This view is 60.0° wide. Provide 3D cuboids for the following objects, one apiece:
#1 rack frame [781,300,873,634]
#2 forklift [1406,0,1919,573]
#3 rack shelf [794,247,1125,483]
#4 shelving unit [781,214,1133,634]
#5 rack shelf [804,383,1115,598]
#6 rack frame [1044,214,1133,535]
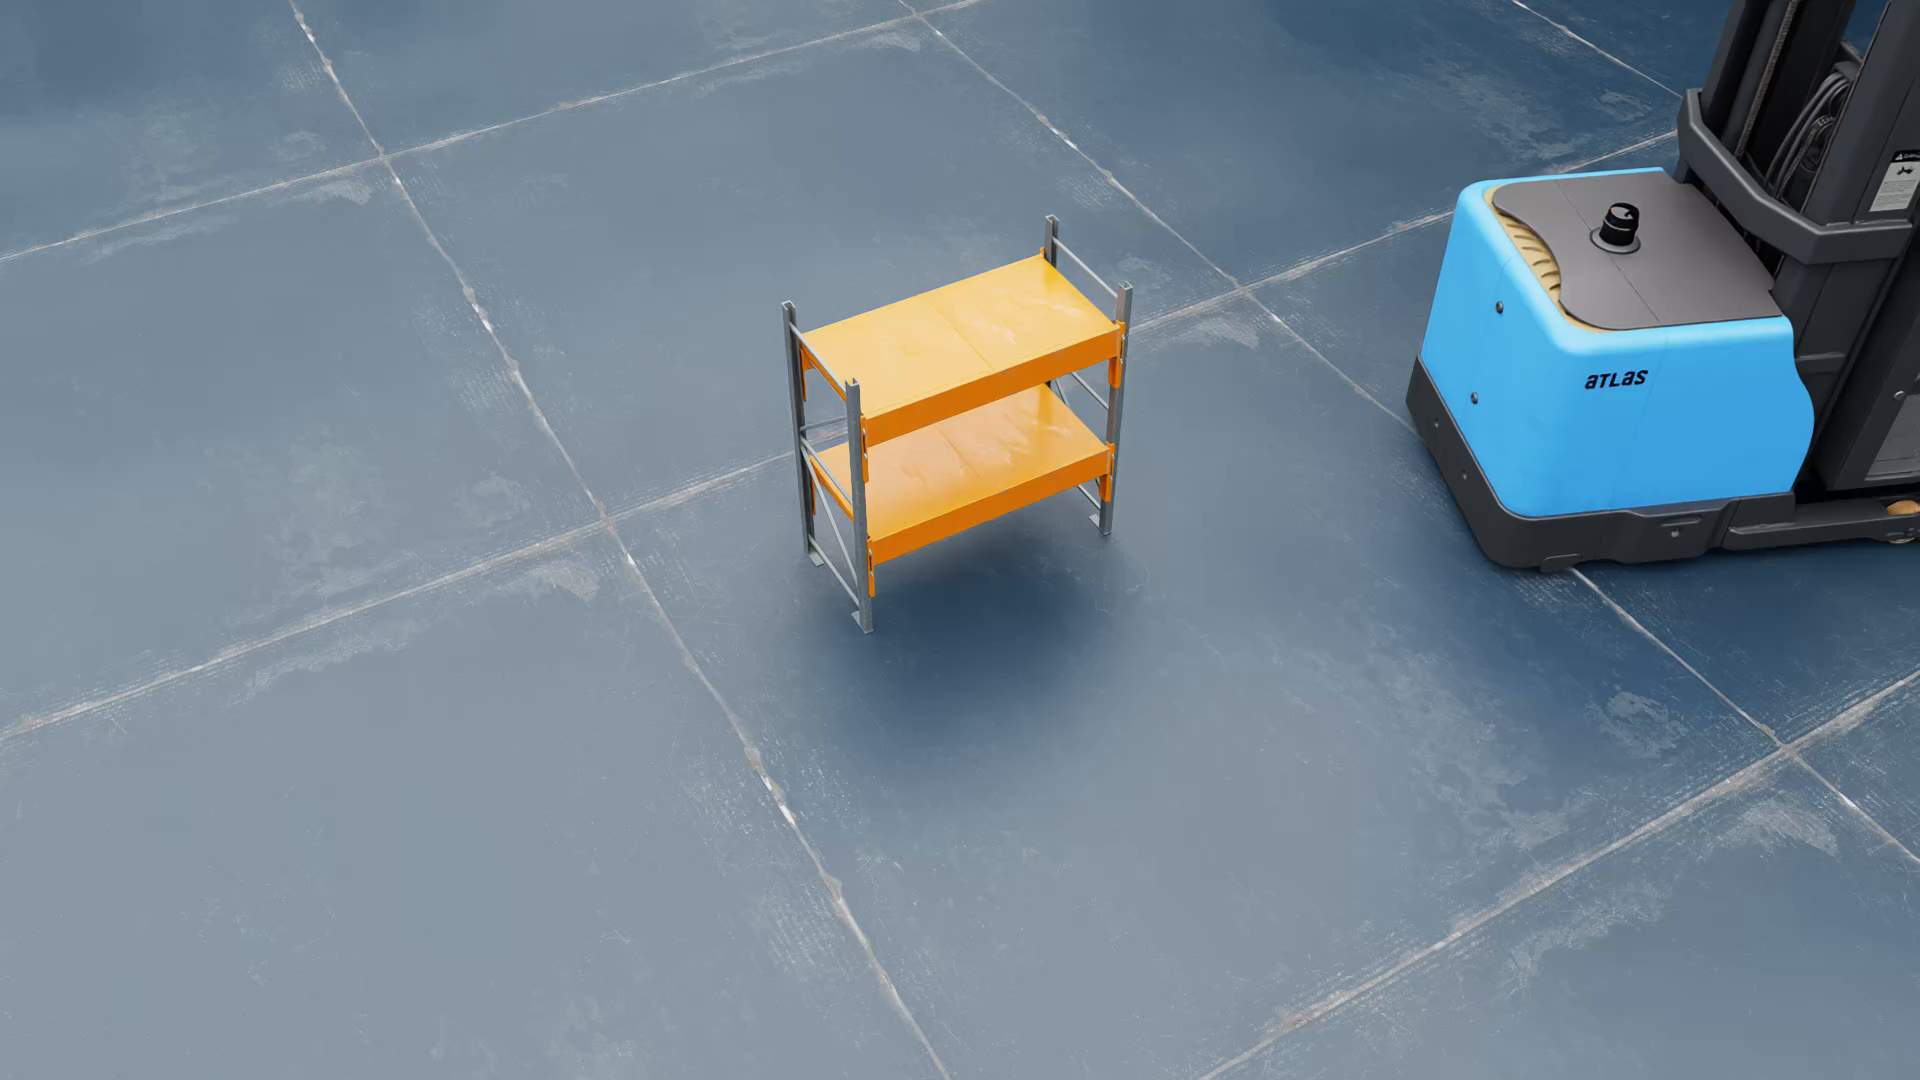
[{"bbox_3d":[-0.447,-0.225,5.674,0.032,1.125,0.500,-22,48,-21],"label":"rack frame"},{"bbox_3d":[3.360,-1.399,5.587,3.031,2.935,1.130,-6,44,-6],"label":"forklift"},{"bbox_3d":[-0.006,-0.611,5.652,1.000,0.278,0.538,-22,48,-21],"label":"rack shelf"},{"bbox_3d":[-0.006,-0.401,5.856,1.048,1.125,0.538,-22,48,-21],"label":"shelving unit"},{"bbox_3d":[-0.006,-0.226,6.026,1.000,0.278,0.538,-22,48,-21],"label":"rack shelf"},{"bbox_3d":[0.435,-0.578,6.038,0.032,1.125,0.500,-22,48,-21],"label":"rack frame"}]
